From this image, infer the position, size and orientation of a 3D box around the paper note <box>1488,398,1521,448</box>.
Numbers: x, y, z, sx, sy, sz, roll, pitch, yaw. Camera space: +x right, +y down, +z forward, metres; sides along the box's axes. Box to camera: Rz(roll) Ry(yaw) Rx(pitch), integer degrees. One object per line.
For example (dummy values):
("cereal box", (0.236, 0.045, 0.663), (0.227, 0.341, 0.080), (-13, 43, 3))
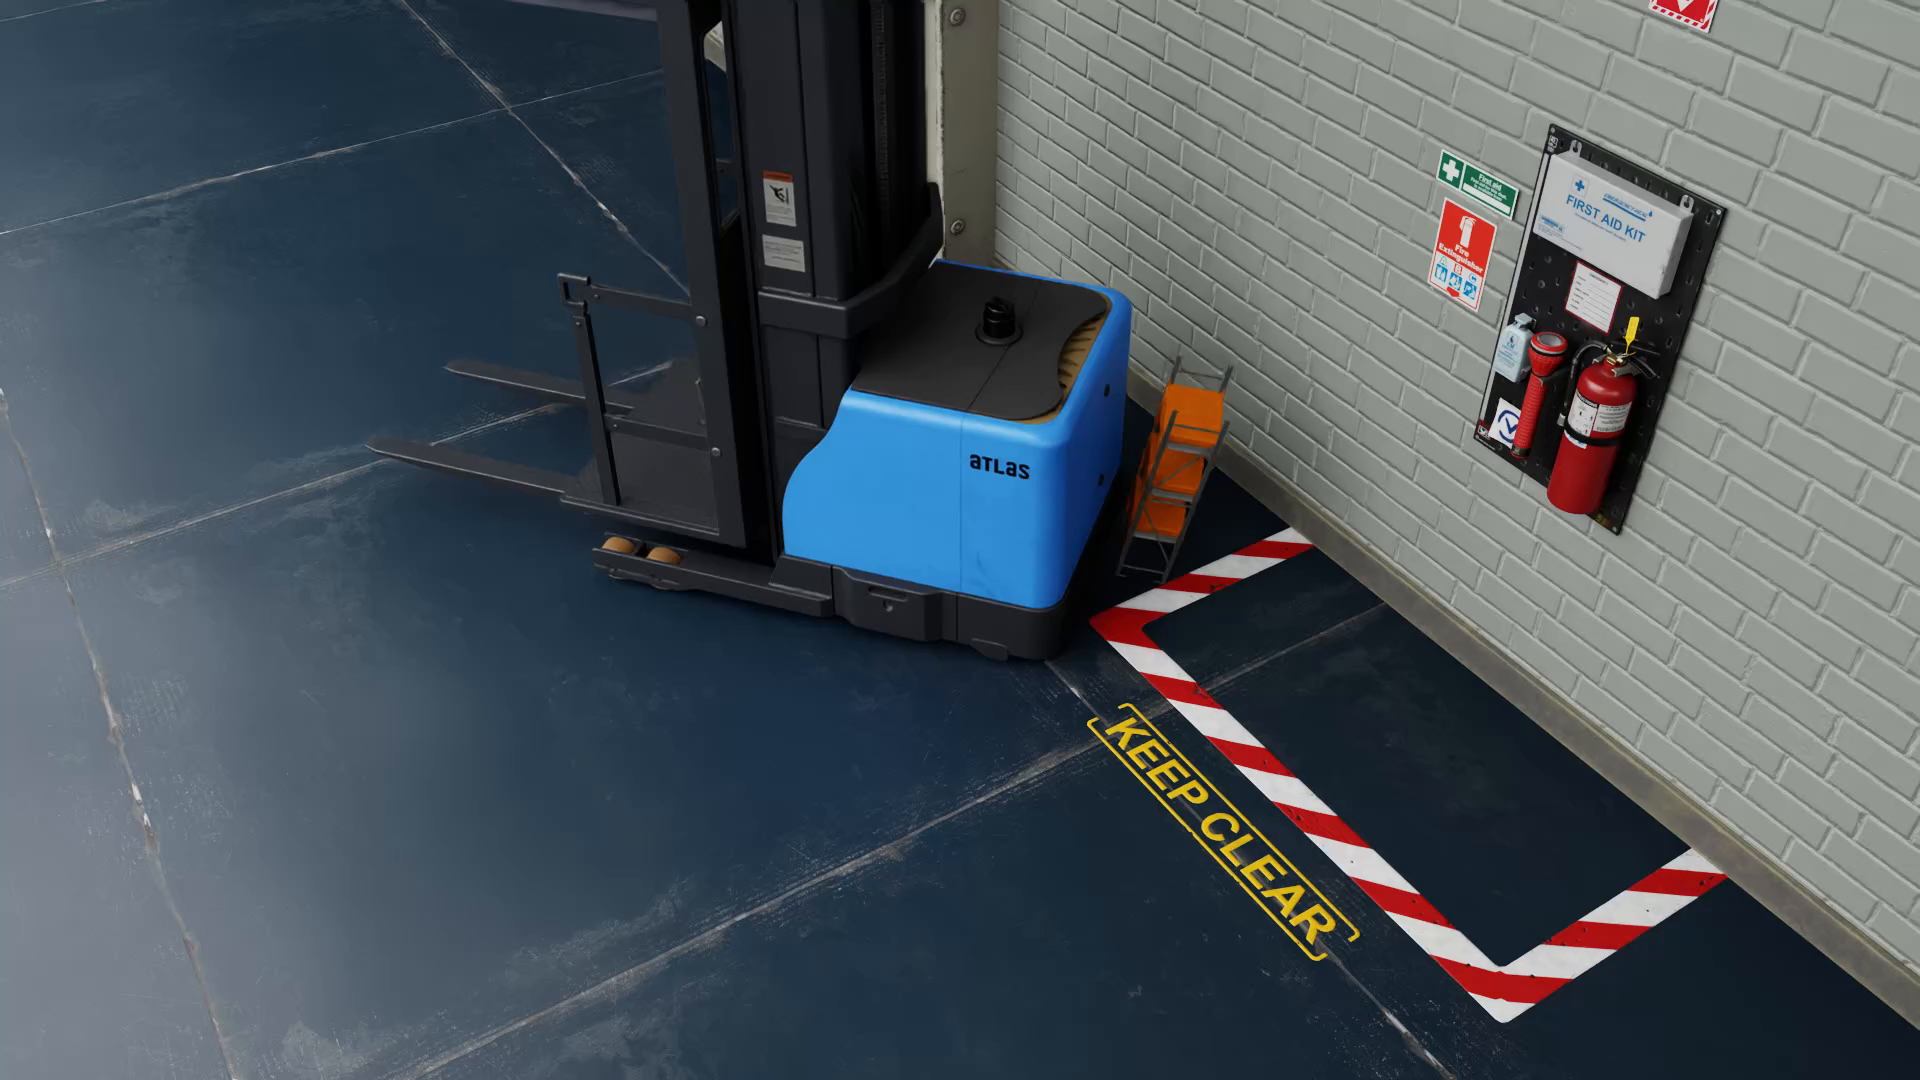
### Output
("paper note", (1.835, -0.378, 5.548), (0.016, 0.148, 0.142), (-22, 45, -24))

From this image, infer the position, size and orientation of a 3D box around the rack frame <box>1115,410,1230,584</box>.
("rack frame", (0.765, -0.135, 6.100), (0.200, 1.050, 0.008), (10, 56, -1))

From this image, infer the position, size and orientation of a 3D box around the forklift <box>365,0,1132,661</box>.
("forklift", (-0.920, -1.238, 5.946), (3.031, 2.935, 1.130), (12, 41, 14))

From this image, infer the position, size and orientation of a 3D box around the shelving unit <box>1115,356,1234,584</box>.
("shelving unit", (0.782, -0.234, 6.169), (0.215, 1.050, 0.252), (10, 56, -1))

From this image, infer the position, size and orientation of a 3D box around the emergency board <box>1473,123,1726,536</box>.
("emergency board", (1.872, -0.597, 5.123), (0.194, 1.169, 0.643), (-22, 45, -24))

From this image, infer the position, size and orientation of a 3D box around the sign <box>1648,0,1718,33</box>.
("sign", (1.952, -1.526, 4.427), (0.001, 0.298, 0.199), (-22, 45, -24))

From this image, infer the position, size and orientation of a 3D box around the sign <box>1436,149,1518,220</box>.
("sign", (1.656, -1.143, 5.336), (0.001, 0.109, 0.331), (-22, 45, -24))

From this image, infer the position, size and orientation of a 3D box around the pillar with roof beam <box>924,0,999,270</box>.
("pillar with roof beam", (-3.687, -3.311, 3.694), (9.100, 9.000, 0.400), (-22, 45, -24))

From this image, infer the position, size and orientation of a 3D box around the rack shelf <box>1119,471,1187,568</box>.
("rack shelf", (0.750, -0.076, 6.408), (0.215, 0.259, 0.240), (10, 56, -1))

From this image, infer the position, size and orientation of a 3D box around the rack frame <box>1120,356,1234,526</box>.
("rack frame", (0.798, -0.334, 6.237), (0.200, 1.050, 0.008), (10, 56, -1))

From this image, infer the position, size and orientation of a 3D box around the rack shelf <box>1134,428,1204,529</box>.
("rack shelf", (0.780, -0.228, 6.177), (0.215, 0.259, 0.240), (10, 56, -1))

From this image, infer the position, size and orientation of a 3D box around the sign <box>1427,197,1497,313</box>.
("sign", (1.661, -0.945, 5.513), (0.001, 0.329, 0.234), (-22, 45, -24))

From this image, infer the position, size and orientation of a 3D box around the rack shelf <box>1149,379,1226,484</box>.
("rack shelf", (0.812, -0.384, 5.942), (0.215, 0.259, 0.240), (10, 56, -1))
